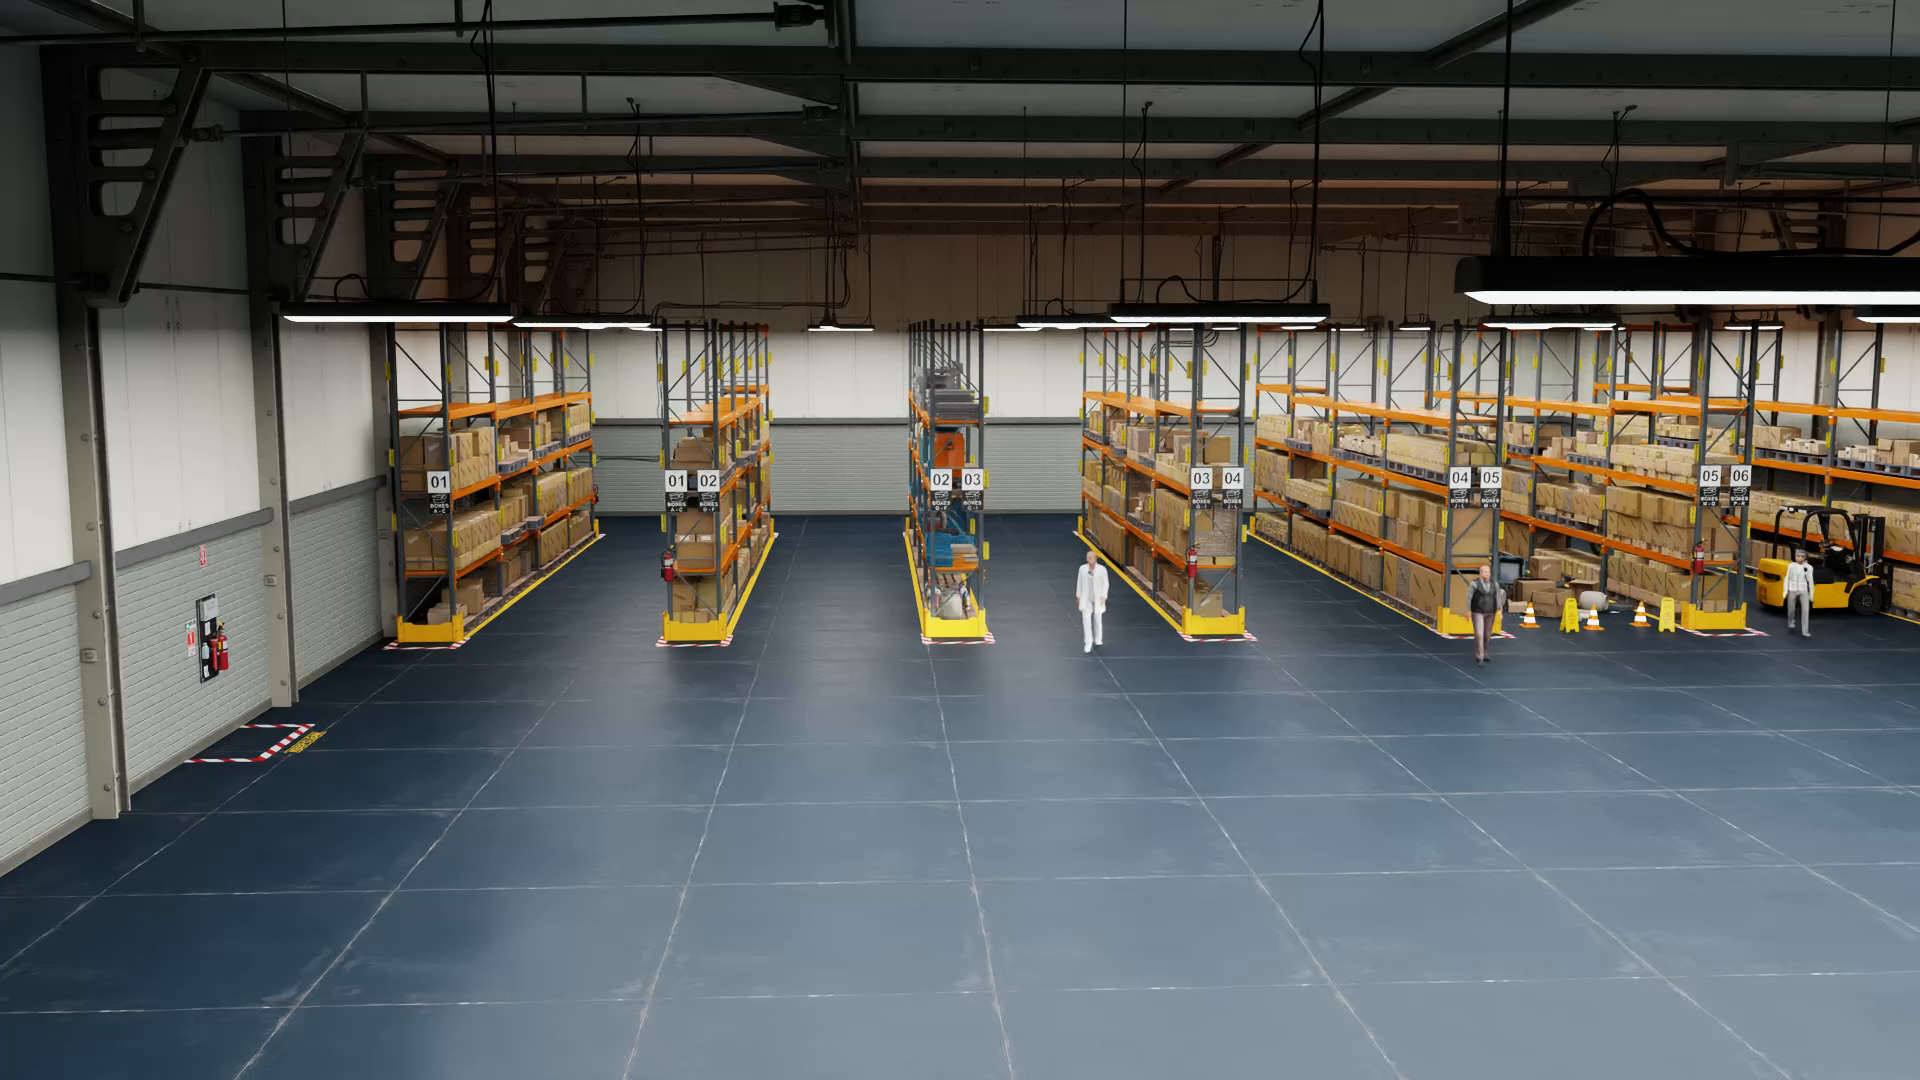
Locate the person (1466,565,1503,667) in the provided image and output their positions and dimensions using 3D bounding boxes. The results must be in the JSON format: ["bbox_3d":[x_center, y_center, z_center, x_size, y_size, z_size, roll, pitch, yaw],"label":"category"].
[{"bbox_3d":[9.145,1.311,28.971,0.589,1.752,0.650,0,7,-1],"label":"person"}]

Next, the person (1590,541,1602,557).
[{"bbox_3d":[15.902,-0.223,41.185,0.659,1.760,0.668,-3,8,-26],"label":"person"}]

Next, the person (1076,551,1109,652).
[{"bbox_3d":[2.407,1.099,30.410,0.623,1.788,0.882,2,7,13],"label":"person"}]

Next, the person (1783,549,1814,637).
[{"bbox_3d":[16.042,0.978,31.800,0.536,1.620,0.989,3,8,25],"label":"person"}]
